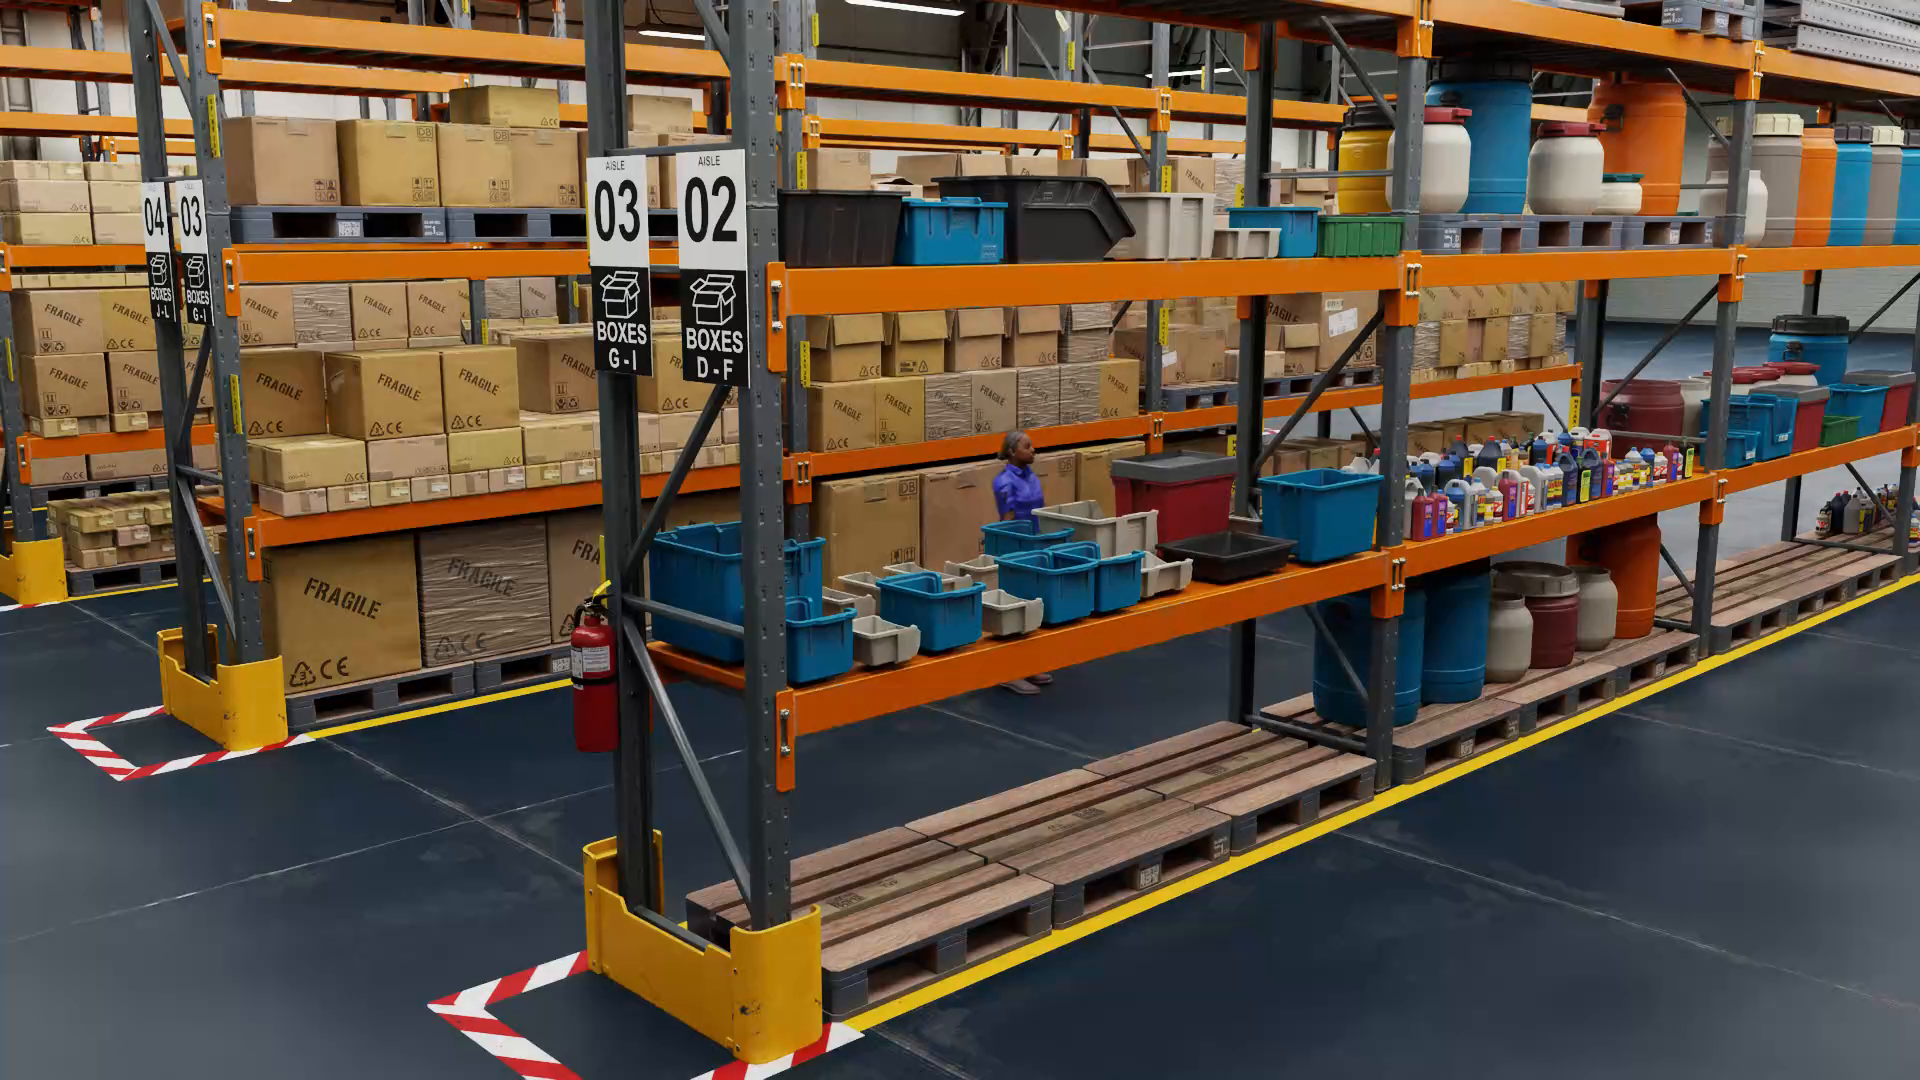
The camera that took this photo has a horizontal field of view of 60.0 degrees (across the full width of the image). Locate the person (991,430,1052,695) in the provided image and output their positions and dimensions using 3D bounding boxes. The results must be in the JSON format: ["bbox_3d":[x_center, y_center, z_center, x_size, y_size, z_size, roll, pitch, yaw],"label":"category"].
[{"bbox_3d":[0.434,0.127,10.745,0.463,1.659,0.518,7,13,32],"label":"person"}]
